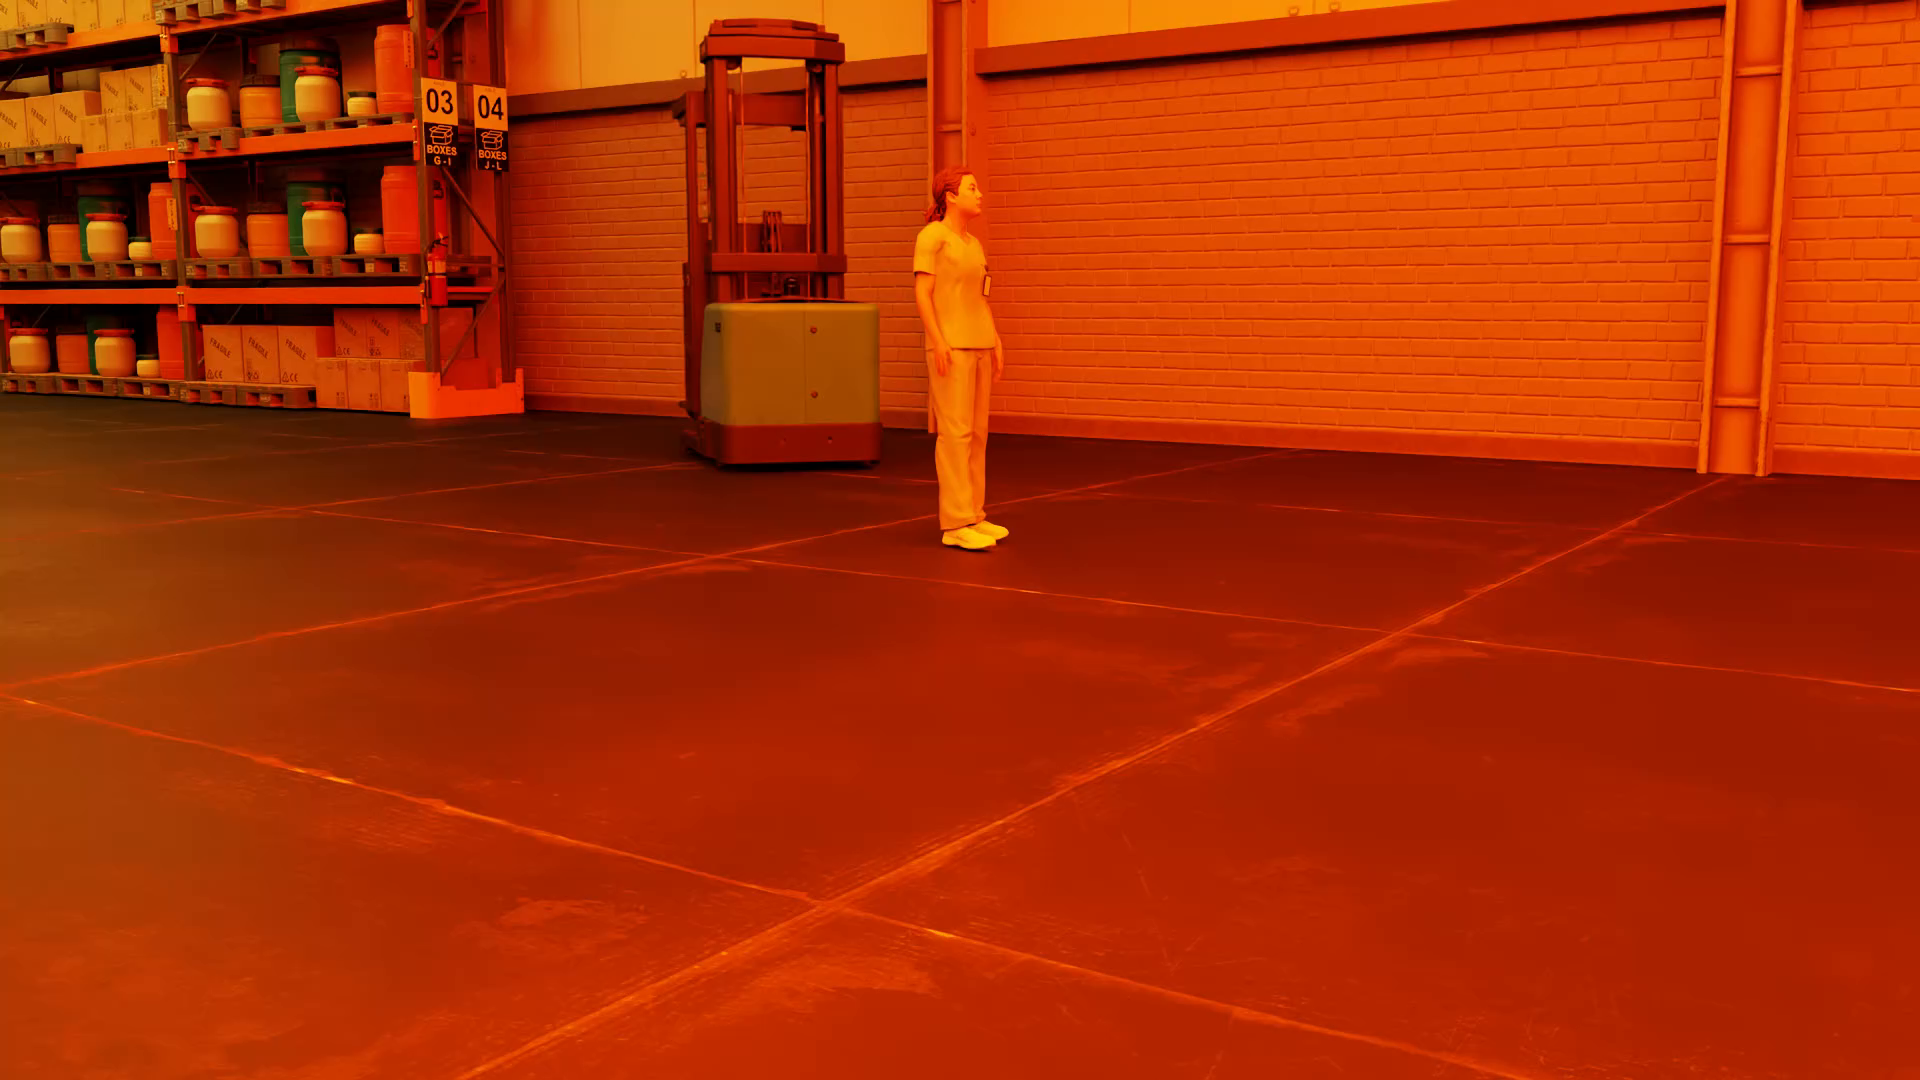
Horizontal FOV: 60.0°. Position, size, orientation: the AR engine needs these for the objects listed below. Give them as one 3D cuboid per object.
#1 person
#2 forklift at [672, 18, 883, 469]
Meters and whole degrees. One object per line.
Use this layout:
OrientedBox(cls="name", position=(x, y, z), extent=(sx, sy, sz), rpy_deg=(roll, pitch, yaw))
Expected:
OrientedBox(cls="person", position=(0.054, -0.830, 7.432), extent=(0.548, 1.673, 0.549), rpy_deg=(5, 10, 34))
OrientedBox(cls="forklift", position=(-1.421, -2.080, 11.818), extent=(1.130, 2.935, 3.031), rpy_deg=(-2, 8, -17))
